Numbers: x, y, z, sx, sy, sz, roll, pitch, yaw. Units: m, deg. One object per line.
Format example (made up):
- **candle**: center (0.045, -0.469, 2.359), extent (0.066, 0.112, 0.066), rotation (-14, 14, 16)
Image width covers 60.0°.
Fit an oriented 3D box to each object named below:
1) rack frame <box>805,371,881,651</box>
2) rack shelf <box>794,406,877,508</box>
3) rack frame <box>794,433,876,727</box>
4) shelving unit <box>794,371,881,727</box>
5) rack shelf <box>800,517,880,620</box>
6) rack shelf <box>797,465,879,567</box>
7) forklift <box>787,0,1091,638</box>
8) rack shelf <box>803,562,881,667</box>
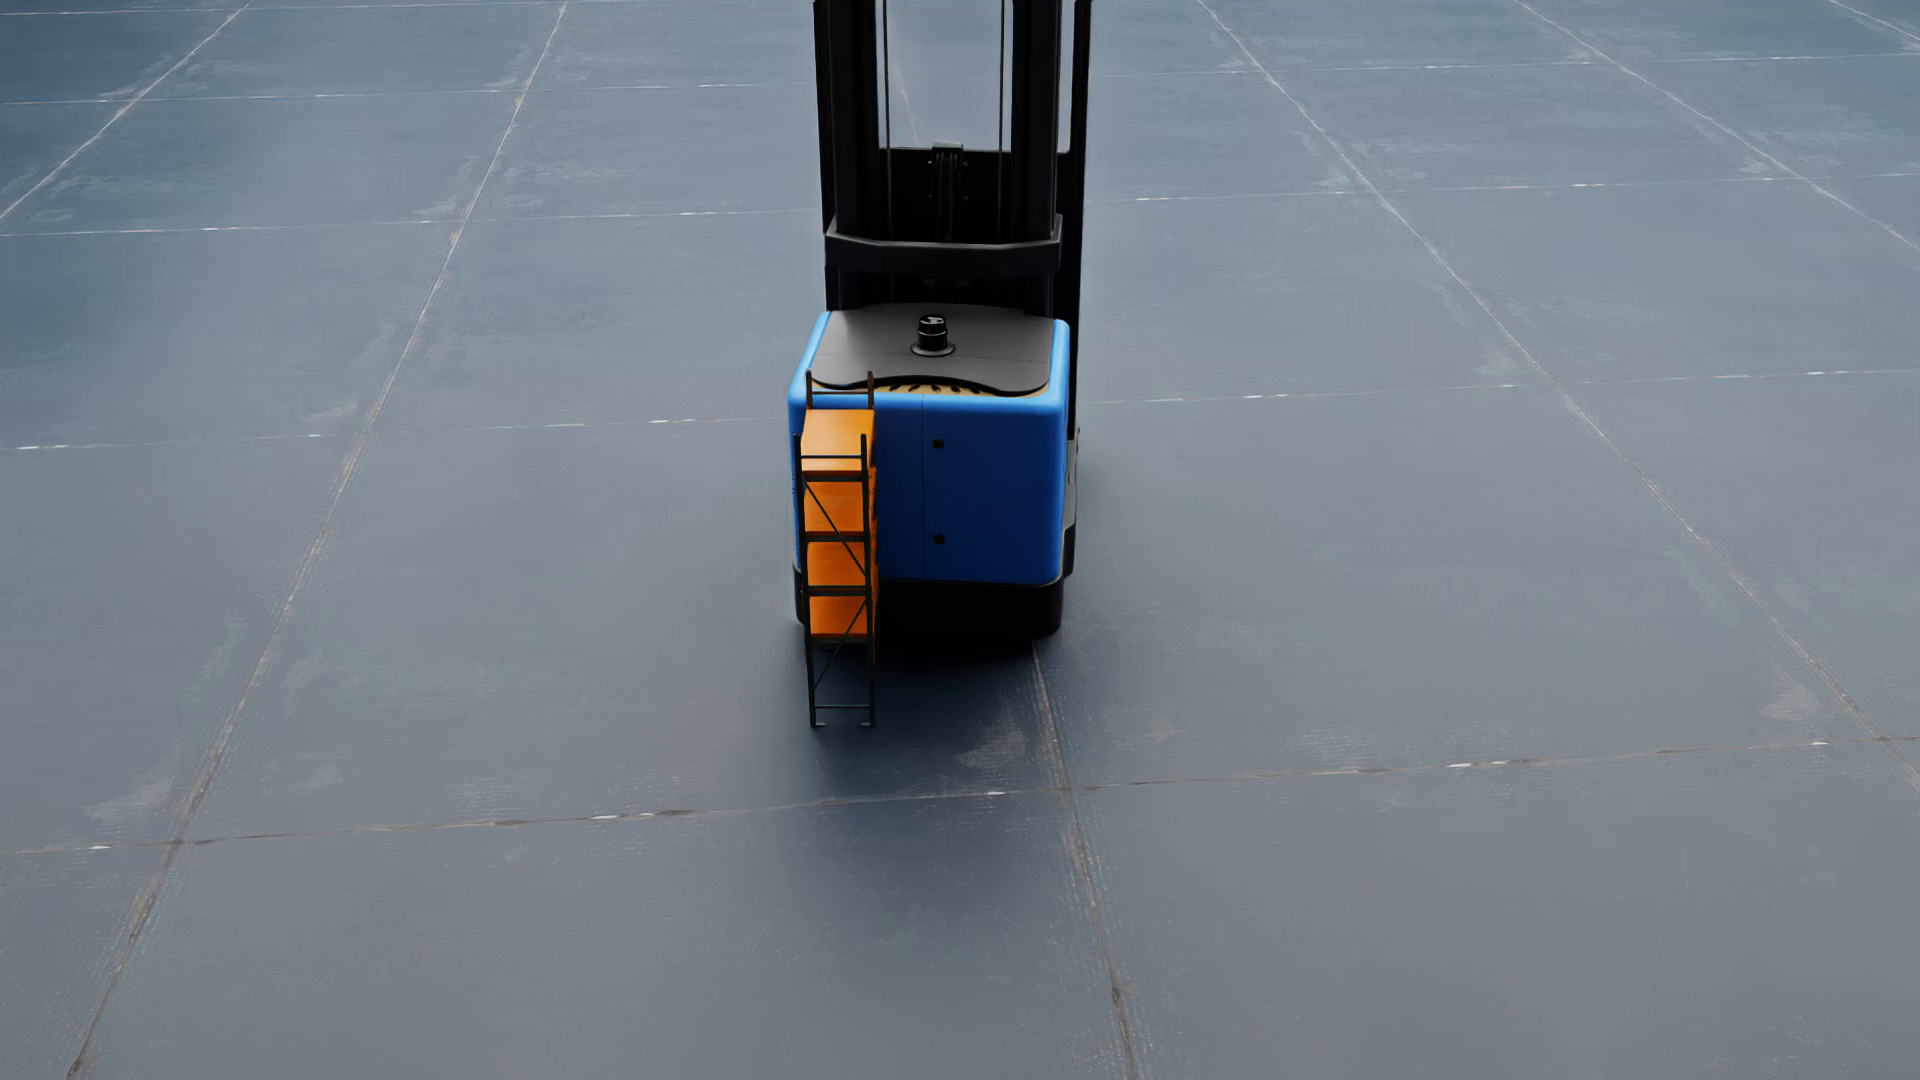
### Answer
- **rack frame**: center (-0.430, -0.084, 6.220), extent (0.240, 1.200, 0.015), rotation (0, 31, 0)
- **rack shelf**: center (-0.429, -0.296, 5.809), extent (0.258, 0.148, 0.480), rotation (0, 31, 0)
- **rack frame**: center (-0.429, 0.166, 5.801), extent (0.240, 1.200, 0.015), rotation (0, 31, 0)
- **shelving unit**: center (-0.429, 0.041, 6.011), extent (0.258, 1.200, 0.503), rotation (0, 31, 0)
- **rack shelf**: center (-0.429, 0.099, 6.045), extent (0.258, 0.148, 0.480), rotation (0, 31, 0)
- **rack shelf**: center (-0.429, -0.093, 5.931), extent (0.258, 0.148, 0.480), rotation (0, 31, 0)
- **forklift**: center (-0.009, -1.605, 7.079), extent (1.130, 2.935, 3.031), rotation (3, 31, 4)
- **rack shelf**: center (-0.429, 0.269, 6.147), extent (0.258, 0.148, 0.480), rotation (0, 31, 0)
